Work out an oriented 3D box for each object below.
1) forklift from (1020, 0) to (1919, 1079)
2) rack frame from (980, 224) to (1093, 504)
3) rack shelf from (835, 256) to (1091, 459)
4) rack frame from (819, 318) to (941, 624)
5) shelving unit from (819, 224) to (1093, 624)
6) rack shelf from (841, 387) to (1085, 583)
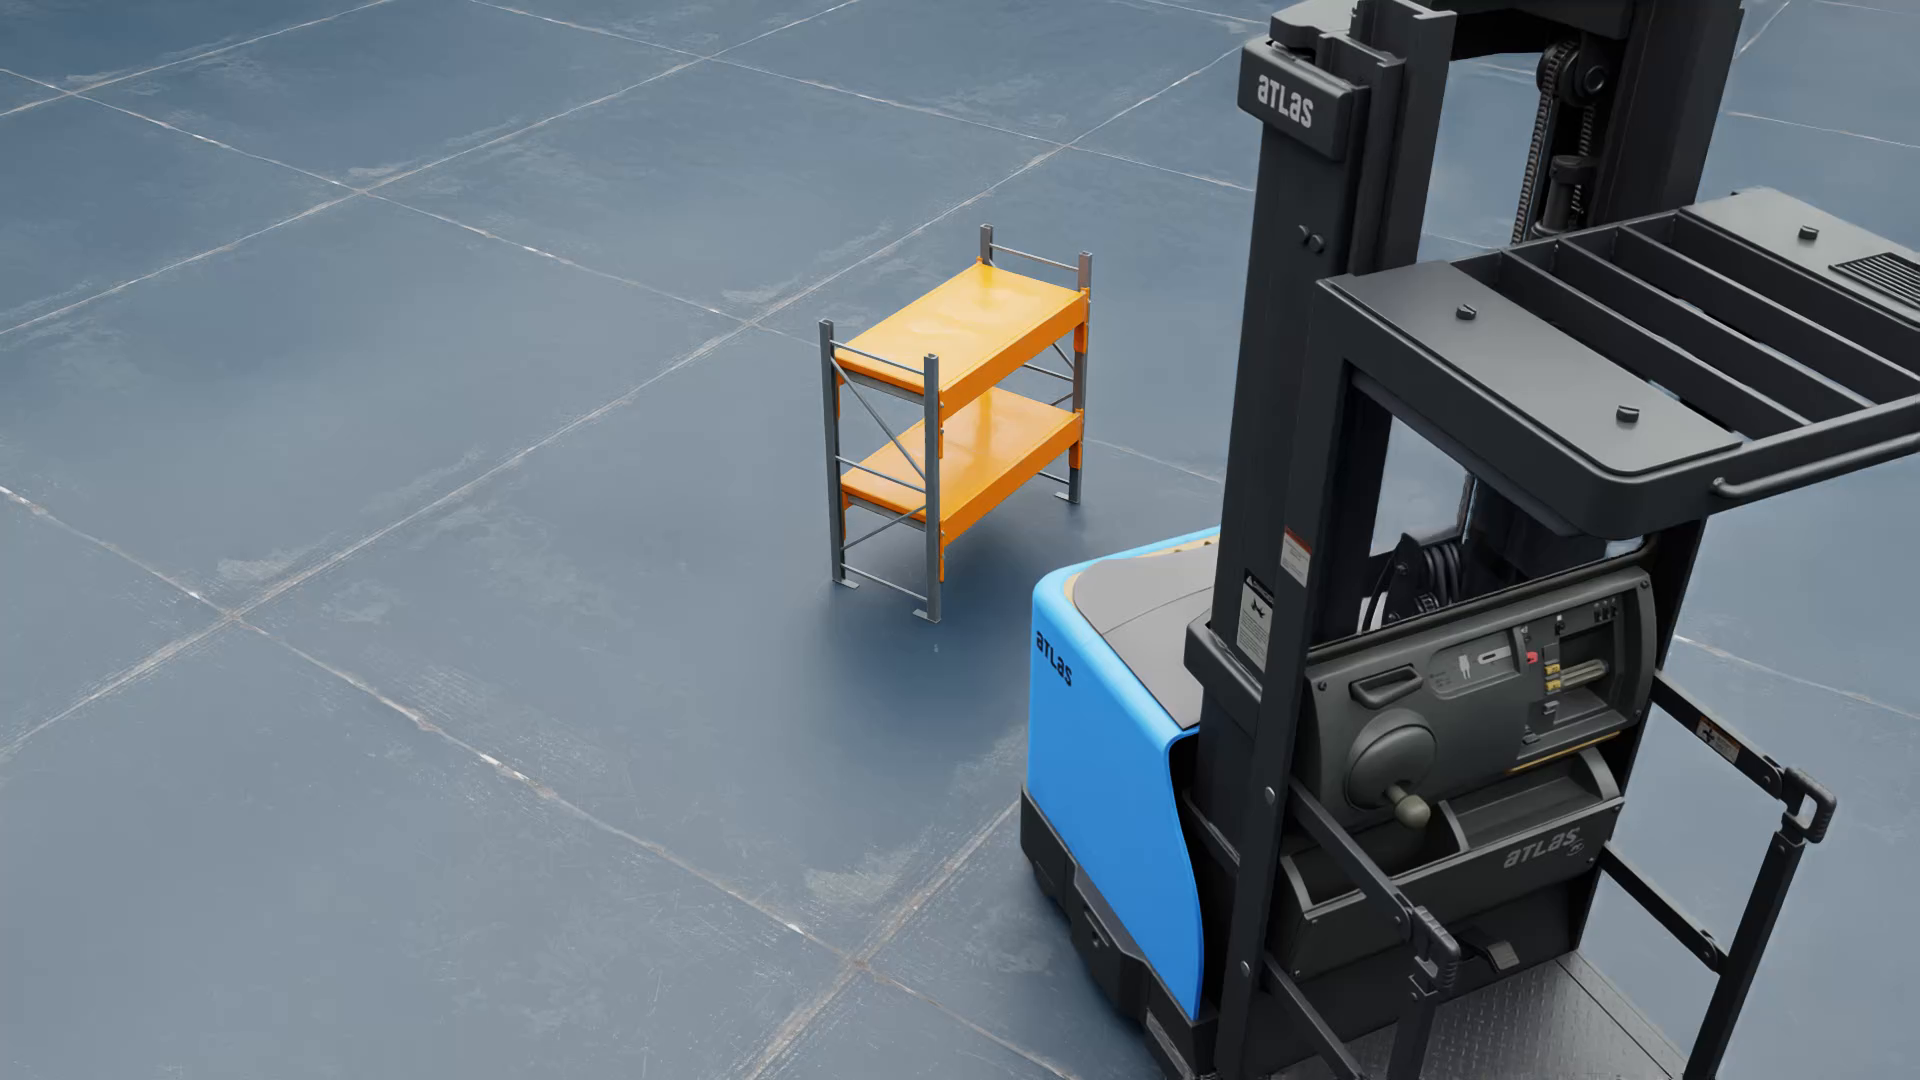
[{"bbox_3d":[1.261,0.411,3.525,1.130,2.935,3.031,-14,37,-20],"label":"forklift"},{"bbox_3d":[0.294,-0.703,6.785,0.500,1.125,0.032,21,39,28],"label":"rack frame"},{"bbox_3d":[0.004,-0.712,6.276,0.538,0.278,1.000,21,39,28],"label":"rack shelf"},{"bbox_3d":[-0.286,-0.235,6.094,0.500,1.125,0.032,21,39,28],"label":"rack frame"},{"bbox_3d":[0.004,-0.469,6.439,0.538,1.125,1.048,21,39,28],"label":"shelving unit"},{"bbox_3d":[0.004,-0.267,6.576,0.538,0.278,1.000,21,39,28],"label":"rack shelf"}]
